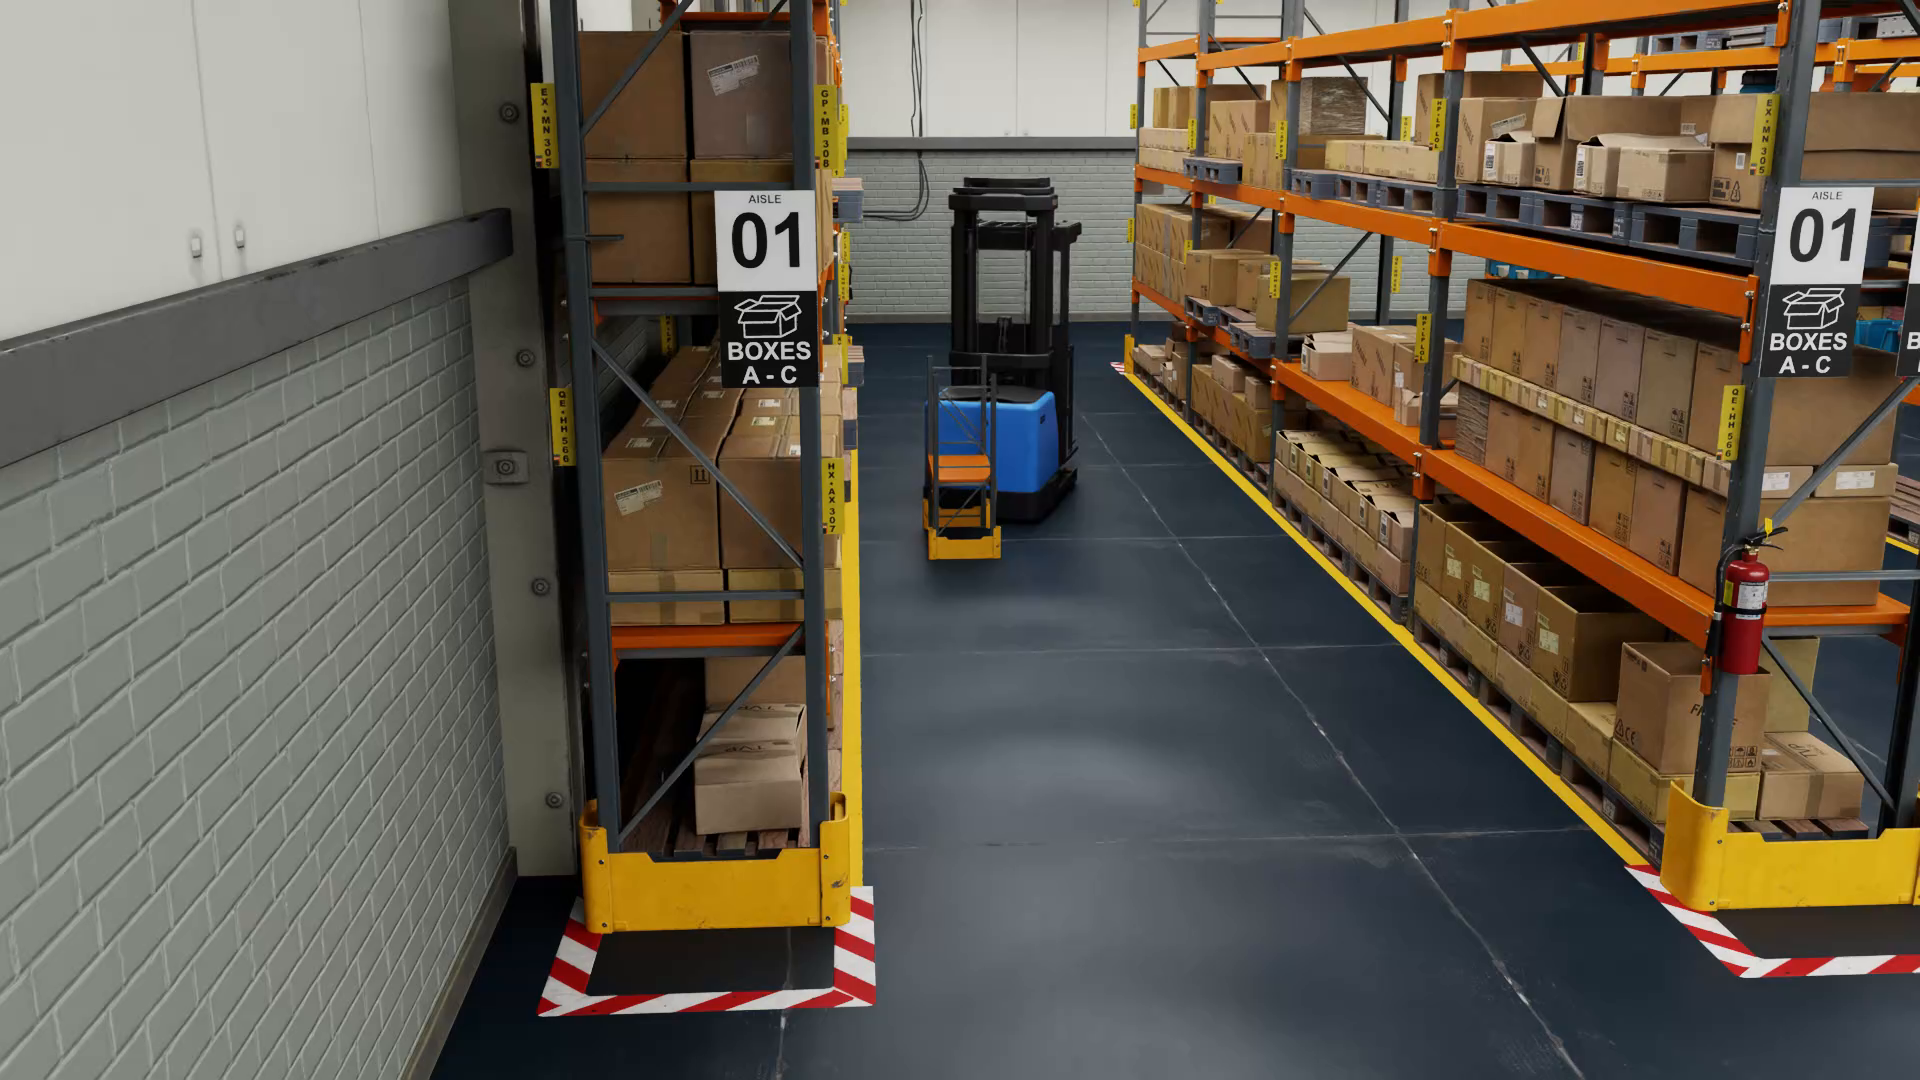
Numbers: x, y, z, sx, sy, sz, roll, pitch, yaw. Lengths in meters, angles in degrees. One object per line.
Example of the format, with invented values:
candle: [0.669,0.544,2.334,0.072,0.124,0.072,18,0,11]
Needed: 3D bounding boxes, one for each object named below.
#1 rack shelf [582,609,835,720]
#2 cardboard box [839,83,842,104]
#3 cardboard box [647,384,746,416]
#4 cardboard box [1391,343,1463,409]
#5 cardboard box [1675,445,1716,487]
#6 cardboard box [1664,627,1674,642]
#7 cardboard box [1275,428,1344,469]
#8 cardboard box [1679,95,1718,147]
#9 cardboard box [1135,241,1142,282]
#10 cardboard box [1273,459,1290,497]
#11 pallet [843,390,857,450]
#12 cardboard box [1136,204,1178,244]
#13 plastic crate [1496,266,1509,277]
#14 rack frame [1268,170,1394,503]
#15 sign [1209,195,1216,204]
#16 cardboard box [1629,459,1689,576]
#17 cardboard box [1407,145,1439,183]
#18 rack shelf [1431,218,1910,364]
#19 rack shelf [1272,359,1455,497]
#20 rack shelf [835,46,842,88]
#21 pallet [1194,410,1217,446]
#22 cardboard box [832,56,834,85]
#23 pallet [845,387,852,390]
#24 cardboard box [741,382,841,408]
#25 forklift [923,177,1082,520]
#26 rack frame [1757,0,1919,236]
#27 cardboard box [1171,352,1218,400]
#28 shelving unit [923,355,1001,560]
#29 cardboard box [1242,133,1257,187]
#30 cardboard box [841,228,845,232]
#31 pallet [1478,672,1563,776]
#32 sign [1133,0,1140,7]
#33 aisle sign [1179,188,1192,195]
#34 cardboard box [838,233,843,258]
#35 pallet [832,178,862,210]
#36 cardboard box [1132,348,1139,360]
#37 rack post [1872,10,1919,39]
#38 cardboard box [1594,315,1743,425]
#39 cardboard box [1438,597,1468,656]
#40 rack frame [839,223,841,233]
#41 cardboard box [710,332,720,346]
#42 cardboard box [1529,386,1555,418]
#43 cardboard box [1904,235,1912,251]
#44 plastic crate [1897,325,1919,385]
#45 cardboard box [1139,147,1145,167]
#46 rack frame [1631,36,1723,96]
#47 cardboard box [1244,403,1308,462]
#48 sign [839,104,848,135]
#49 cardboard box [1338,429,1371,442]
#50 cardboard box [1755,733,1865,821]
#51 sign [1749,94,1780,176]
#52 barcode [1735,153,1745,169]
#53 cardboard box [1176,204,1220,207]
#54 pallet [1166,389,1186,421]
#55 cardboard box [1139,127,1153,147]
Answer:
rack shelf: [-1.201,0.095,9.079,1.077,0.370,4.000,-1,14,-3]
cardboard box: [-1.585,-4.917,18.848,0.500,0.500,0.500,-1,14,-4]
cardboard box: [-1.407,-0.549,8.896,0.500,0.500,0.500,-1,14,-3]
cardboard box: [3.555,-1.198,12.464,0.500,0.500,0.500,0,14,1]
cardboard box: [3.635,-0.353,7.875,0.380,0.149,0.250,-1,14,-2]
cardboard box: [3.979,0.547,9.052,0.500,0.500,0.500,-1,14,-3]
cardboard box: [3.110,-0.831,14.787,0.500,0.311,0.500,0,14,-2]
cardboard box: [4.037,-2.023,8.523,0.500,0.500,0.500,-1,14,-3]
cardboard box: [2.640,-3.746,22.366,0.500,0.500,0.500,-1,14,-2]
cardboard box: [3.110,-0.560,14.857,0.500,0.250,0.500,-1,14,-4]
pallet: [-1.227,-0.850,11.694,1.003,0.211,1.213,-1,14,-3]
cardboard box: [2.640,-4.230,22.241,0.500,0.500,0.500,0,14,-2]
plastic crate: [7.443,-3.642,22.569,0.250,0.136,0.298,-1,14,-3]
rack frame: [3.371,-1.823,15.090,1.000,3.000,0.127,-1,14,-3]
sign: [3.431,-4.530,22.653,0.100,0.325,0.005,-1,14,-3]
cardboard box: [3.813,-0.128,8.304,0.700,0.500,0.500,-1,14,-2]
cardboard box: [3.554,-2.701,11.943,0.500,0.250,0.500,-2,15,-9]
rack shelf: [3.743,-1.435,9.007,1.077,0.370,4.000,-1,14,-3]
rack shelf: [3.495,-0.977,13.247,1.077,0.370,4.000,-1,14,-3]
rack shelf: [-1.697,-4.606,16.115,1.077,0.370,4.000,-1,14,-3]
pallet: [3.211,-1.265,18.520,1.003,0.211,1.213,-1,14,-3]
cardboard box: [-0.979,-2.488,9.410,0.500,0.500,0.500,0,14,0]
pallet: [-1.868,-1.884,20.925,1.003,0.211,1.213,-1,14,-3]
cardboard box: [-0.897,-0.559,8.935,0.500,0.500,0.500,0,14,-2]
forklift: [0.515,-1.914,15.585,1.130,2.935,3.031,3,15,13]
rack frame: [3.867,-2.738,6.610,1.000,3.000,0.127,-1,14,-3]
cardboard box: [2.805,-1.957,19.747,0.500,0.500,0.500,-1,14,-3]
shelving unit: [0.005,-0.707,13.766,0.587,1.500,1.083,-1,14,-3]
cardboard box: [3.247,-3.688,16.119,0.910,0.500,0.500,-1,14,-3]
cardboard box: [-2.027,-3.753,21.992,0.980,0.700,0.700,0,14,-1]
pallet: [3.705,1.025,9.618,1.003,0.211,1.213,-1,14,-3]
sign: [2.334,-7.200,21.917,0.100,0.325,0.005,-1,14,-3]
aisle sign: [3.177,-5.093,22.583,0.394,0.787,0.004,-1,14,-3]
cardboard box: [-1.536,-3.193,18.074,0.500,0.250,0.500,-1,14,-2]
pallet: [-1.324,-2.525,12.178,1.213,0.211,1.003,-1,14,-3]
cardboard box: [2.558,-2.535,22.698,0.380,0.149,0.250,-1,14,-3]
rack post: [8.355,-4.394,12.643,1.013,1.000,3.121,-1,14,-3]
cardboard box: [3.777,-0.895,8.682,0.700,0.500,0.500,-1,14,-3]
cardboard box: [3.371,0.545,10.564,0.500,0.250,0.500,-1,14,-3]
rack frame: [-1.821,-2.740,18.656,1.000,3.000,0.127,-1,14,-3]
cardboard box: [-1.323,-1.139,11.350,0.700,0.500,0.500,-1,14,-3]
cardboard box: [3.526,-0.800,9.614,0.380,0.149,0.250,-1,14,-5]
cardboard box: [12.592,-4.022,21.838,0.500,0.500,0.500,-1,14,-5]
plastic crate: [8.110,-1.523,13.796,0.402,0.464,0.583,-1,14,-3]
cardboard box: [2.654,-5.061,21.956,0.500,0.250,0.500,-1,14,-3]
rack frame: [8.067,-5.798,18.503,1.000,3.000,0.127,-1,14,-3]
cardboard box: [3.079,-1.054,16.237,0.500,0.500,0.500,0,14,-1]
sign: [-1.280,-4.606,18.220,0.100,0.325,0.005,-1,14,-3]
cardboard box: [3.649,-0.839,14.819,0.500,0.311,0.500,-1,14,-2]
cardboard box: [4.056,1.158,8.179,0.500,0.250,0.500,-1,14,-3]
sign: [3.324,-1.671,6.864,0.100,0.325,0.005,-1,14,-3]
barcode: [3.367,-1.634,7.174,0.001,0.075,0.075,-1,14,-3]
cardboard box: [3.177,-4.238,22.272,0.500,0.500,0.500,-1,14,-4]
pallet: [3.082,-1.638,19.968,1.003,0.211,1.213,-1,14,-3]
cardboard box: [2.647,-5.303,21.893,0.500,0.250,0.500,-1,14,-3]
